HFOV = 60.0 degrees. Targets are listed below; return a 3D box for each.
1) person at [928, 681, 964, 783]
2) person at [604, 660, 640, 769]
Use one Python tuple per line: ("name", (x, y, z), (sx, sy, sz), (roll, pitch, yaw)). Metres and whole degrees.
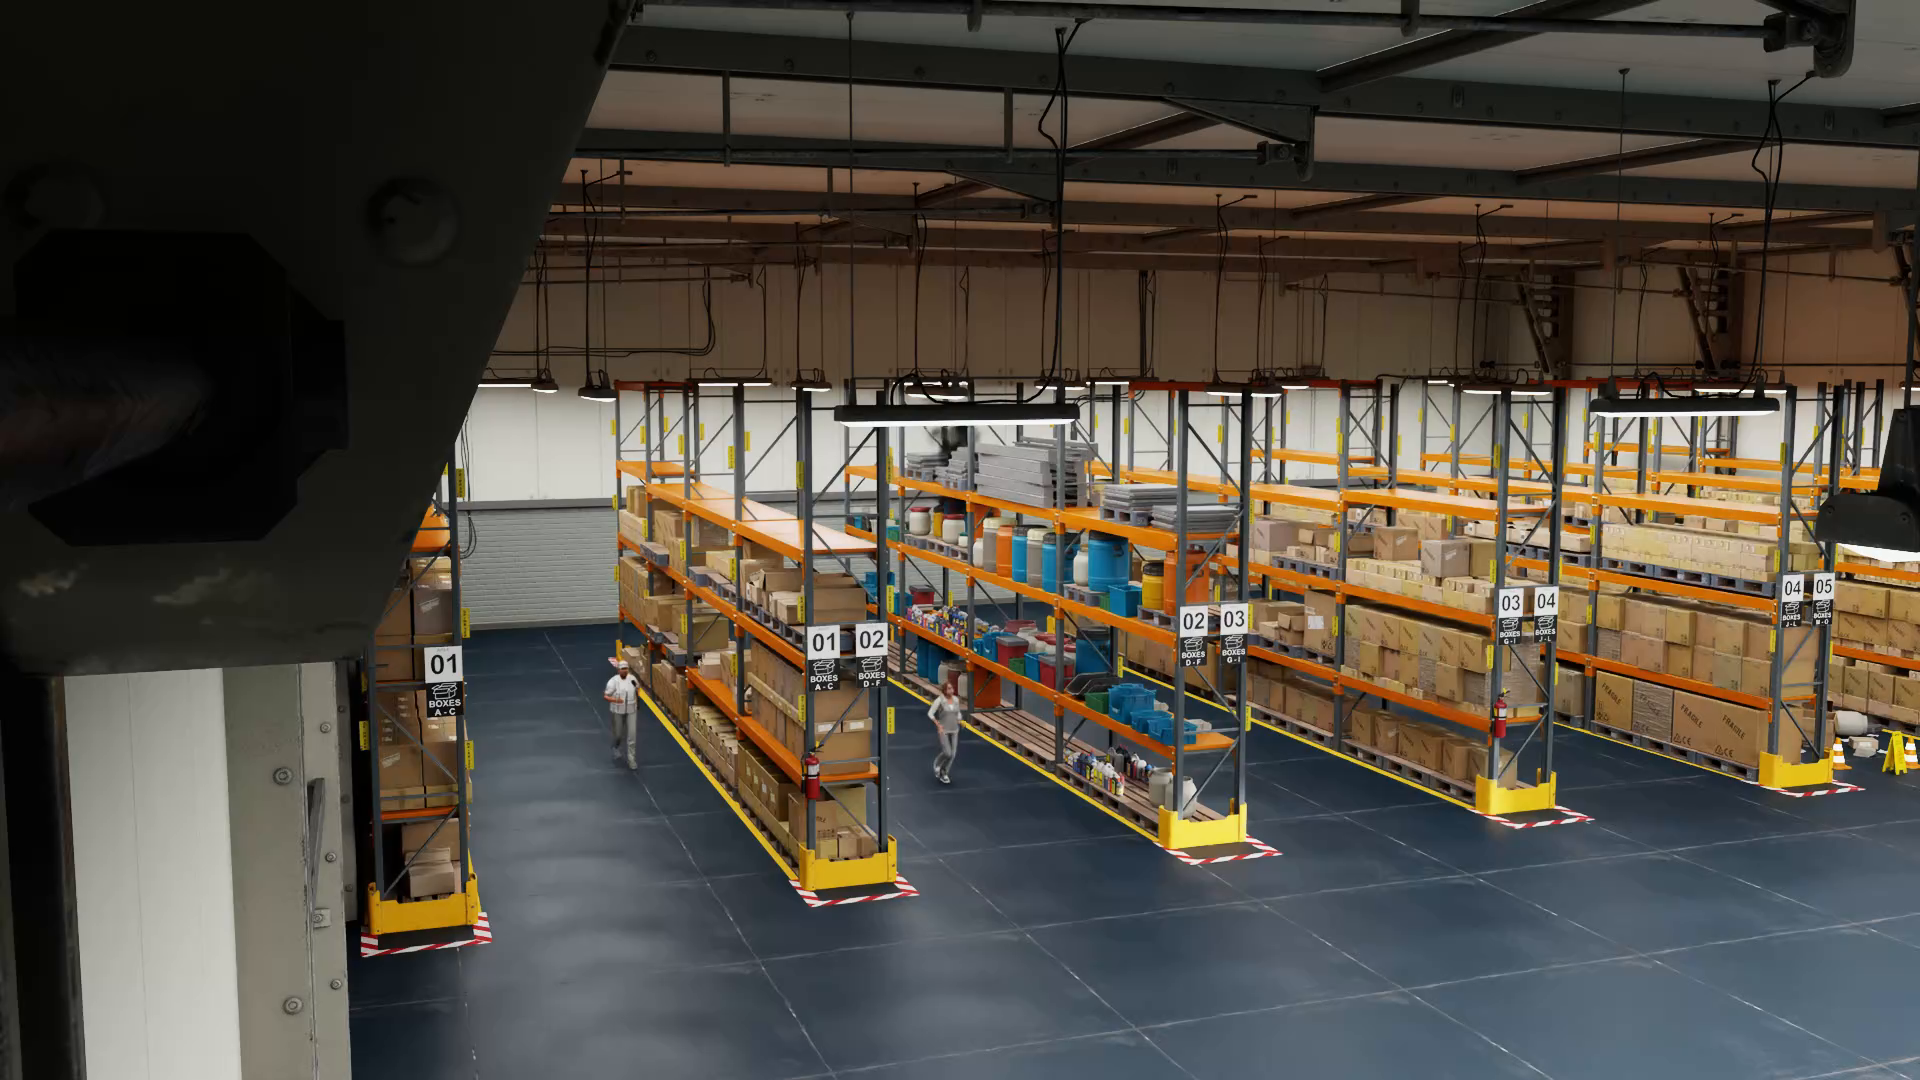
("person", (-0.183, 2.904, 25.103), (0.518, 1.554, 0.526), (-3, 7, -29))
("person", (-5.293, 2.714, 26.194), (0.612, 1.653, 0.894), (-3, 7, -24))
